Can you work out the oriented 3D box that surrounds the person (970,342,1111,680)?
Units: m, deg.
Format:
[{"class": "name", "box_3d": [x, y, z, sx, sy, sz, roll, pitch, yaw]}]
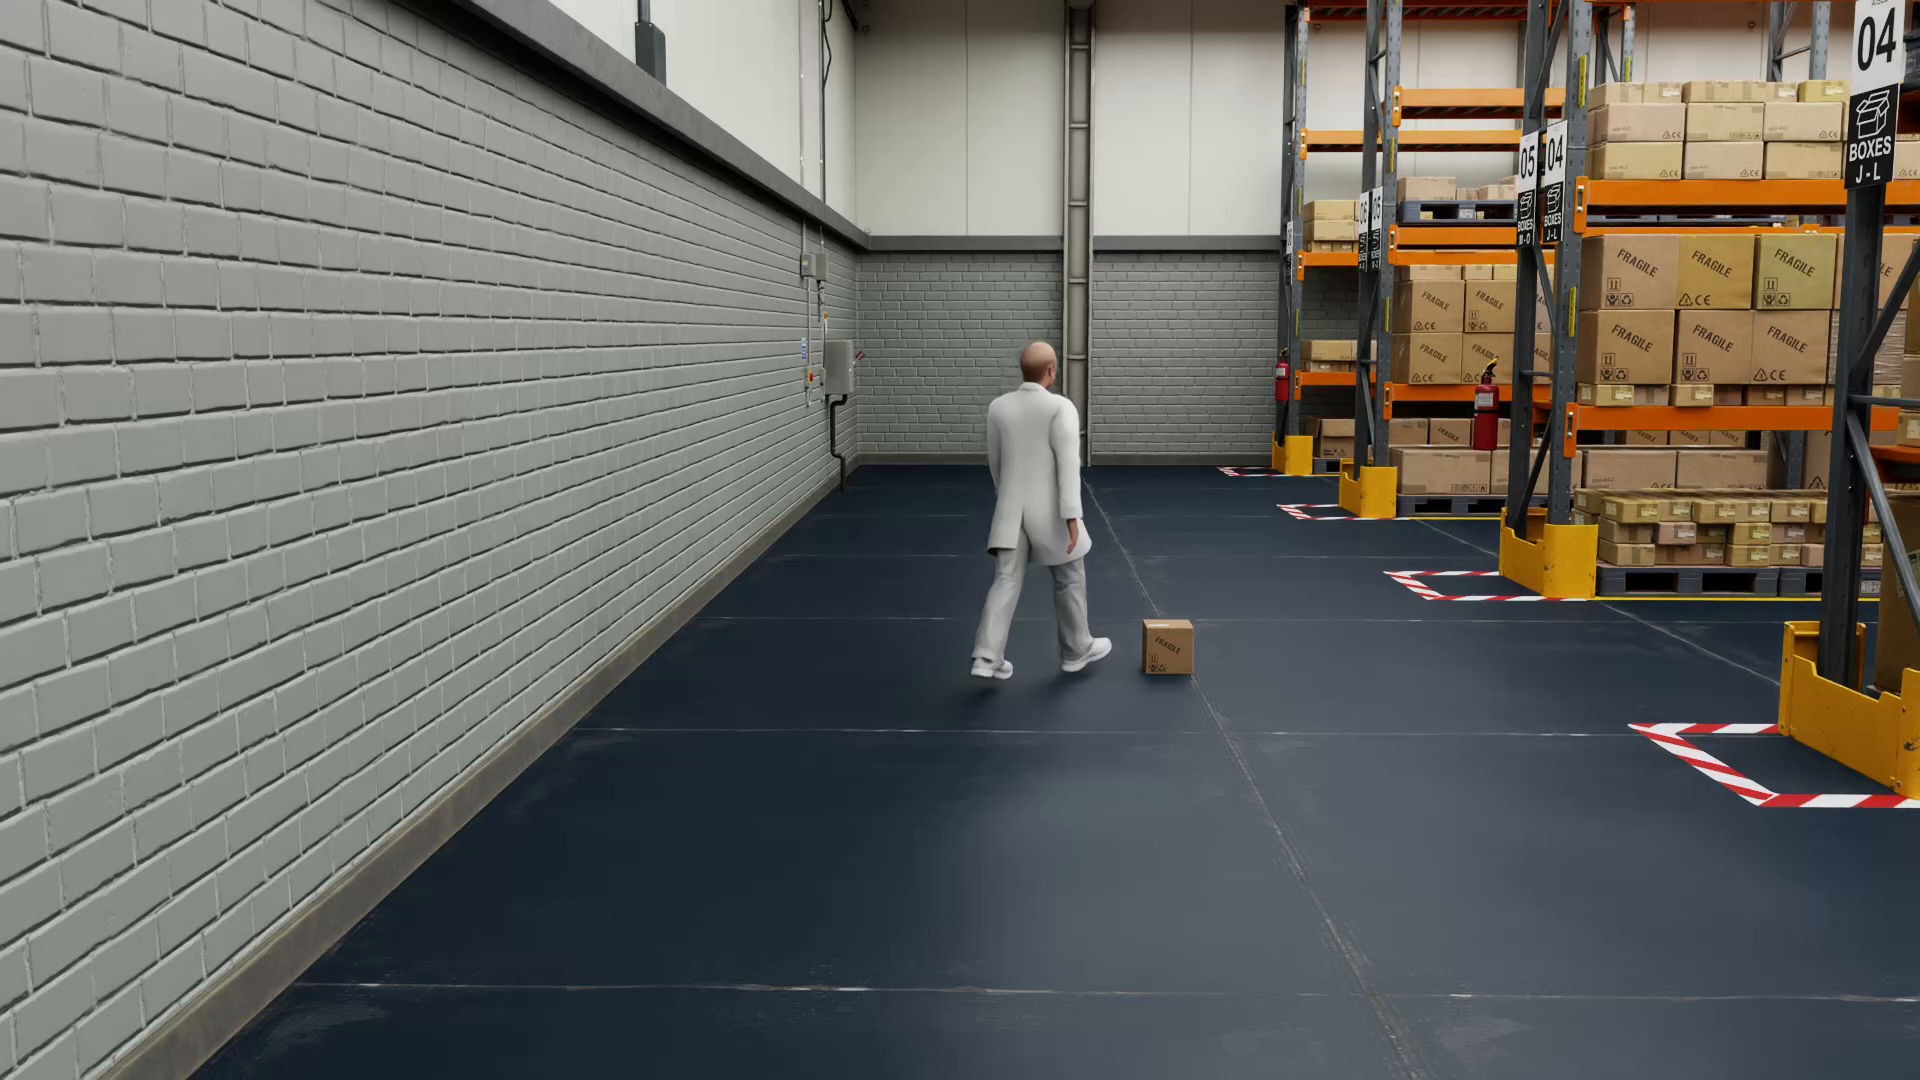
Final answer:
[{"class": "person", "box_3d": [0.412, -0.146, 8.572, 0.615, 1.740, 1.096, 4, 8, 28]}]
